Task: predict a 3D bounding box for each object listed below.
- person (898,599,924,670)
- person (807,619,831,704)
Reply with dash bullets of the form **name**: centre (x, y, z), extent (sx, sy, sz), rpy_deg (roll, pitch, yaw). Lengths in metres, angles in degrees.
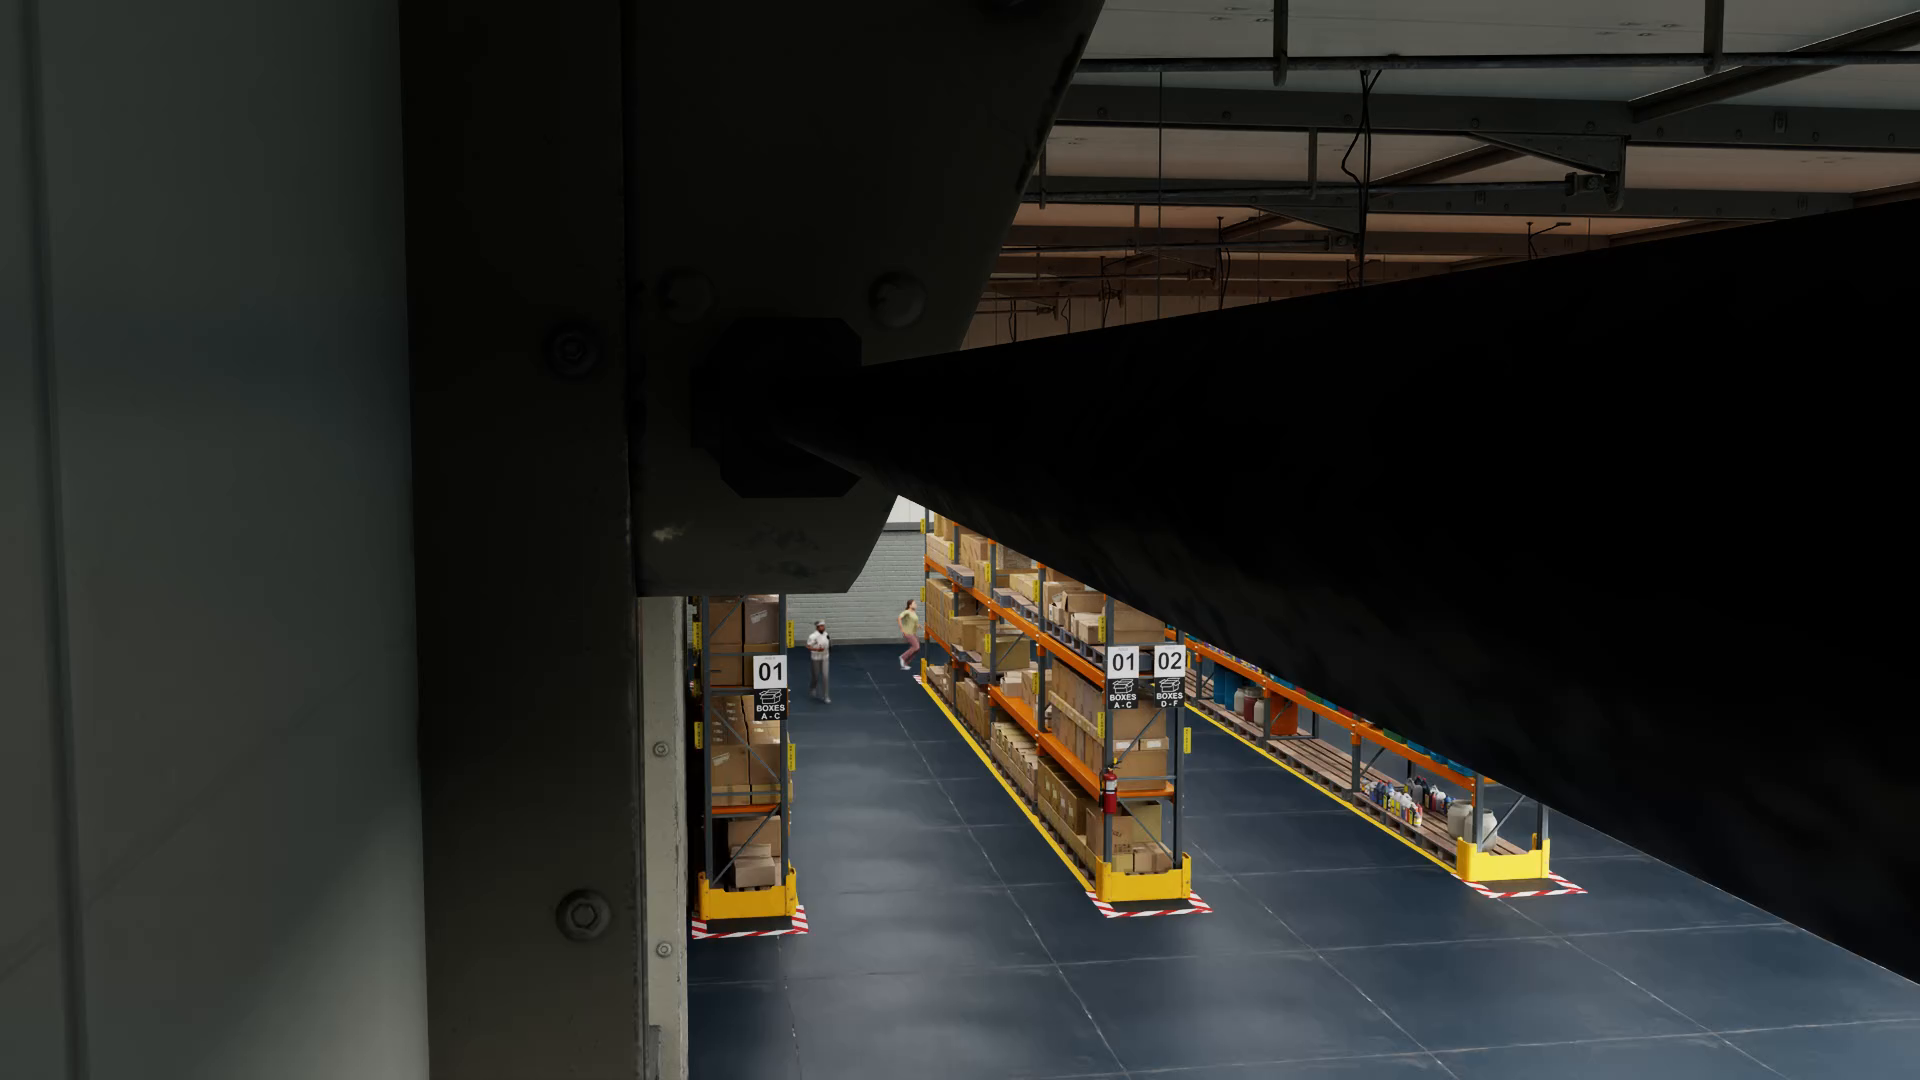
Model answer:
- **person**: centre (-1.099, 2.165, 38.184), extent (0.529, 1.622, 0.606), rpy_deg (2, 6, 24)
- **person**: centre (-2.921, 2.475, 34.261), extent (0.555, 1.728, 0.865), rpy_deg (-3, 6, -29)
